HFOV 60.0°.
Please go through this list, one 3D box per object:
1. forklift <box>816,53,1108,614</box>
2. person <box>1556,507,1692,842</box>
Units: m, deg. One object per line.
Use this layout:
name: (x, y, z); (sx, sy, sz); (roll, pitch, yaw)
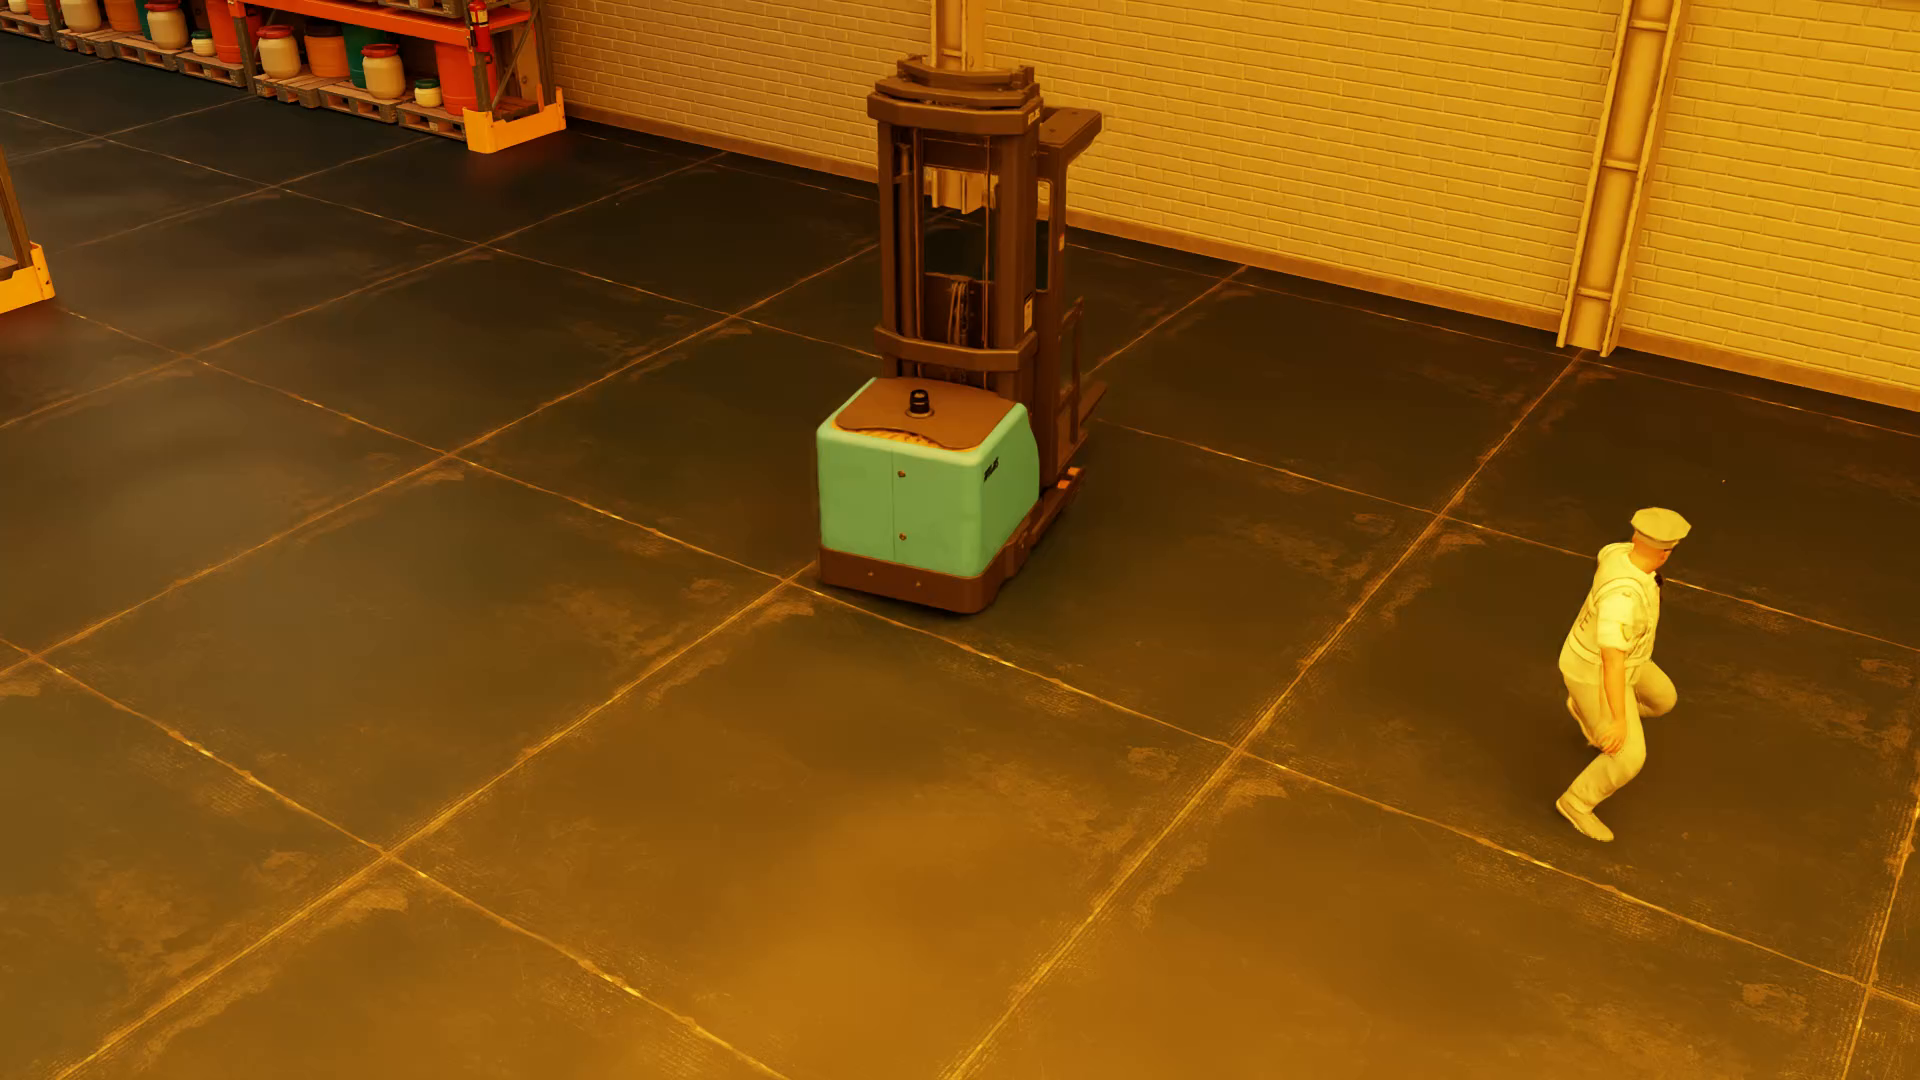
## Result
forklift: (0.186, -1.566, 10.278); (1.130, 2.935, 3.031); (12, 32, 19)
person: (3.128, 0.598, 7.902); (0.523, 1.631, 1.044); (18, 35, 28)
